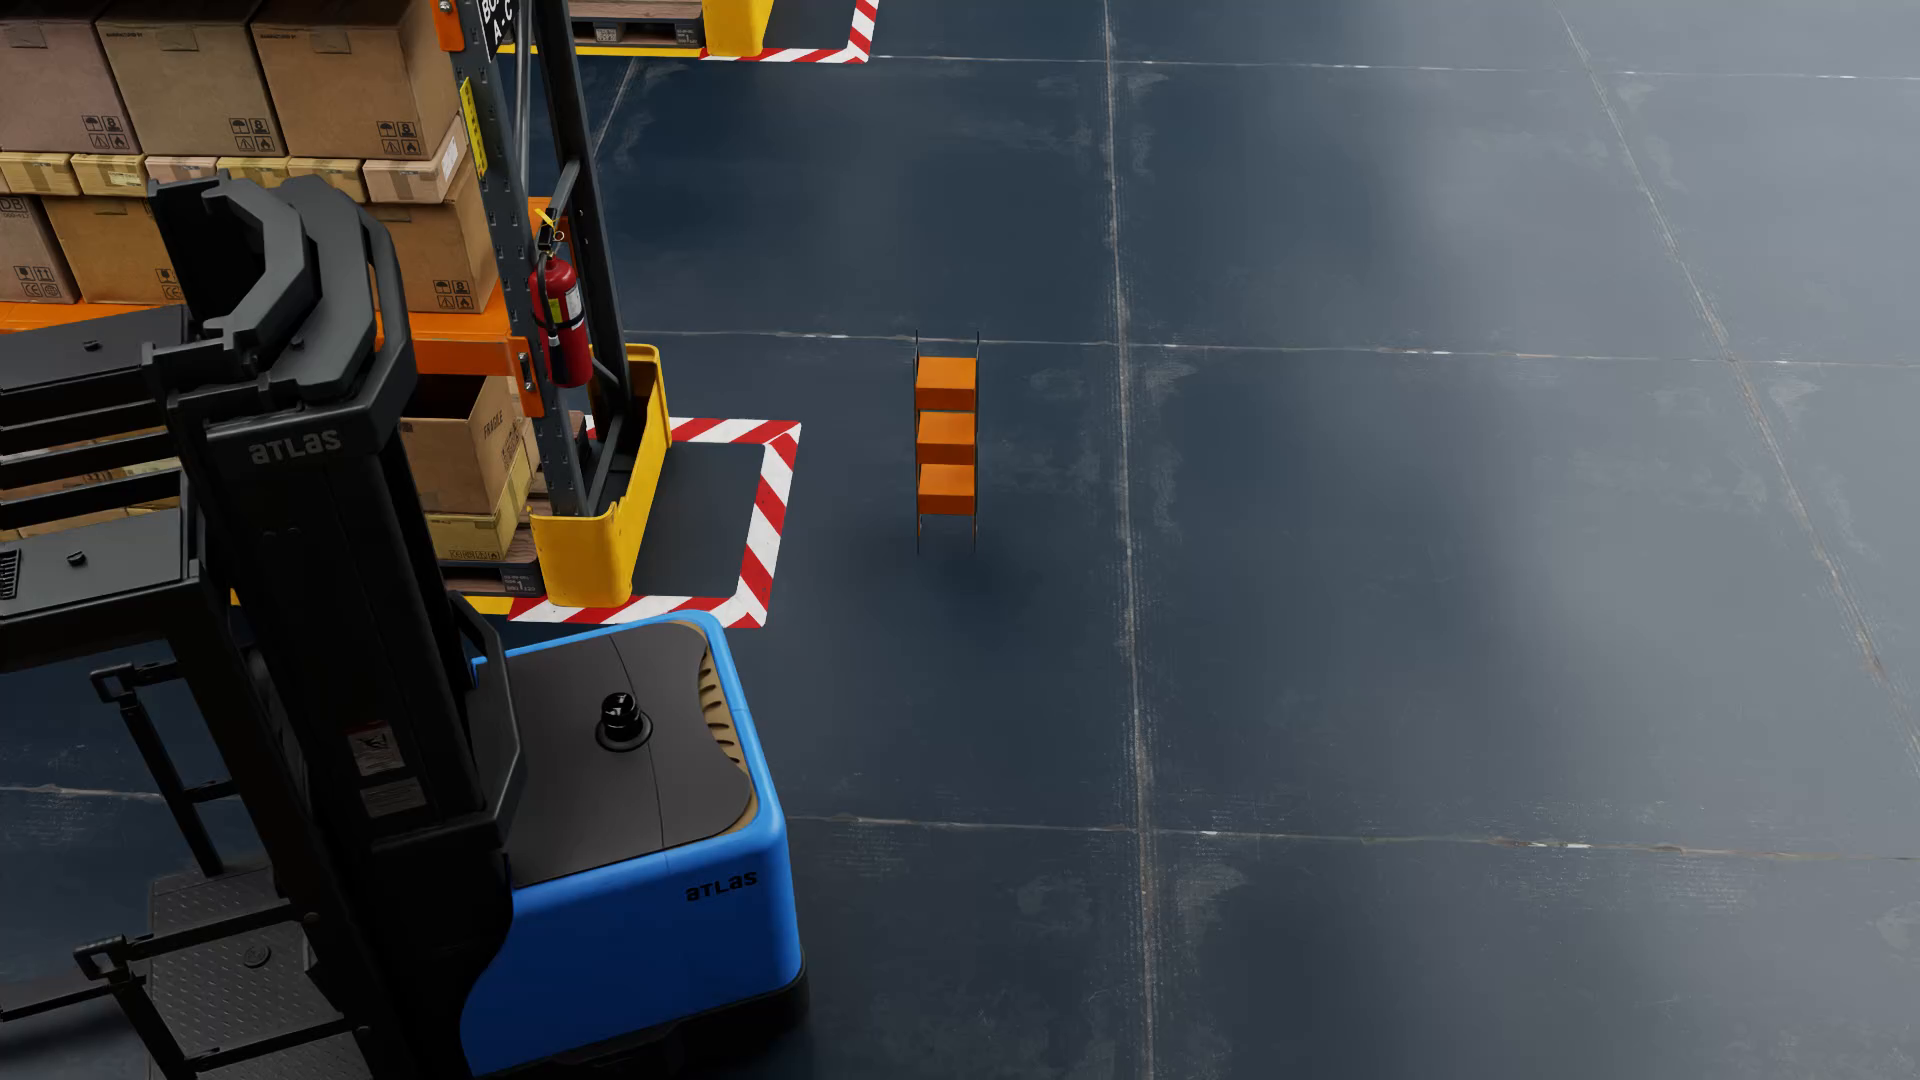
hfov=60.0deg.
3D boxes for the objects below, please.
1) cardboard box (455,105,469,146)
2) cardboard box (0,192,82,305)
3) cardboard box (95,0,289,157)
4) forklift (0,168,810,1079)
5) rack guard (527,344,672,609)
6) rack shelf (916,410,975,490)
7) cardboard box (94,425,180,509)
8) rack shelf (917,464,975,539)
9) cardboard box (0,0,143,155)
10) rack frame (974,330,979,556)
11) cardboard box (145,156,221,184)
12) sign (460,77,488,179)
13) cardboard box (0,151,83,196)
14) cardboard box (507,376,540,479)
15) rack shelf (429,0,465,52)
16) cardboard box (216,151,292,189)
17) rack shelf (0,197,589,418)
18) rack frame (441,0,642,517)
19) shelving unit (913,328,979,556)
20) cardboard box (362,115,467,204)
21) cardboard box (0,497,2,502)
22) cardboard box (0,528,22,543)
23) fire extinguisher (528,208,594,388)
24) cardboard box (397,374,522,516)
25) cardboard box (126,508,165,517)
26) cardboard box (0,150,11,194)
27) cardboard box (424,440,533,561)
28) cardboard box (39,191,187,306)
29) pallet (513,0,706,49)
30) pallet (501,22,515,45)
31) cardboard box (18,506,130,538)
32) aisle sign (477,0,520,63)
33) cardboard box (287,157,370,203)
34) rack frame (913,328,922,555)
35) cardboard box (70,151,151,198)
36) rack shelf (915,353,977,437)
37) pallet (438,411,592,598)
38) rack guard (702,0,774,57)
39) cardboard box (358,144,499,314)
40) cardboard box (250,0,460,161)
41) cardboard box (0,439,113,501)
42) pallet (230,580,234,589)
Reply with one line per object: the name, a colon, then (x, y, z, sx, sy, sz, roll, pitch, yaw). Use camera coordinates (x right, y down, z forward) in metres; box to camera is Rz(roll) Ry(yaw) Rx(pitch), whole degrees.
cardboard box: (-1.945, -1.647, 6.268, 0.250, 0.149, 0.380, 1, 43, 2)
cardboard box: (-3.575, -1.320, 6.393, 0.500, 0.500, 0.700, 3, 43, 3)
cardboard box: (-2.607, -1.763, 5.917, 0.500, 0.500, 0.700, 1, 43, 1)
forklift: (-2.070, 0.556, 4.503, 3.031, 2.935, 1.130, -13, 45, -14)
rack guard: (-1.538, -0.299, 7.205, 0.348, 0.500, 1.175, 2, 43, 2)
rack shelf: (-0.053, -0.378, 6.901, 0.240, 0.259, 0.215, 2, 43, 2)
cardboard box: (-3.111, -0.471, 6.714, 0.500, 0.500, 0.500, 2, 43, 2)
rack shelf: (-0.053, -0.175, 7.091, 0.240, 0.259, 0.215, 2, 43, 2)
cardboard box: (-3.110, -1.778, 5.933, 0.500, 0.500, 0.700, 2, 43, 2)
rack frame: (0.068, -0.382, 6.890, 0.008, 1.050, 0.200, 2, 43, 2)
cardboard box: (-2.721, -1.395, 5.997, 0.250, 0.149, 0.380, 2, 43, 2)
sign: (-1.601, -1.356, 5.482, 0.005, 0.325, 0.100, 2, 43, 2)
cardboard box: (-3.246, -1.409, 6.013, 0.250, 0.149, 0.380, 3, 43, 3)
cardboard box: (-2.088, -0.530, 7.328, 0.500, 0.250, 0.500, 2, 43, 2)
rack shelf: (-3.560, -2.110, 5.642, 4.000, 0.370, 1.077, 2, 43, 2)
cardboard box: (-2.470, -1.385, 5.987, 0.250, 0.149, 0.380, 1, 43, 1)
rack shelf: (-3.560, -1.013, 6.664, 4.000, 0.370, 1.077, 2, 43, 2)
rack frame: (-1.562, -1.215, 6.353, 0.127, 3.000, 1.000, 2, 43, 2)
shelving unit: (-0.053, -0.386, 6.894, 0.252, 1.050, 0.215, 2, 43, 2)
cardboard box: (-1.953, -1.371, 5.971, 0.250, 0.149, 0.380, 1, 43, 1)
cardboard box: (-4.110, -0.501, 6.747, 0.500, 0.500, 0.500, 2, 43, 2)
cardboard box: (-4.110, -0.227, 7.002, 0.500, 0.250, 0.500, 2, 43, 2)
fire extinguisher: (-1.465, -0.866, 6.036, 0.183, 0.674, 0.296, 2, 43, 2)
cardboard box: (-2.112, -0.450, 6.692, 0.500, 0.500, 0.500, 2, 43, 2)
cardboard box: (-3.111, -0.199, 6.972, 0.500, 0.250, 0.500, 2, 43, 2)
cardboard box: (-3.502, -1.417, 6.021, 0.250, 0.149, 0.380, 1, 43, 1)
cardboard box: (-2.111, -0.178, 6.949, 0.500, 0.250, 0.500, 2, 43, 2)
cardboard box: (-3.049, -1.306, 6.378, 0.500, 0.500, 0.700, 2, 43, 2)
pallet: (-2.225, -3.566, 10.923, 1.213, 0.211, 1.003, 2, 43, 2)
pallet: (-3.440, -3.605, 10.965, 1.213, 0.211, 1.003, 2, 43, 2)
cardboard box: (-3.610, -0.215, 6.990, 0.500, 0.250, 0.500, 2, 43, 2)
aisle sign: (-1.510, -1.964, 5.250, 0.004, 0.787, 0.394, 2, 43, 2)
cardboard box: (-2.214, -1.378, 5.979, 0.250, 0.149, 0.380, 3, 43, 3)
rack frame: (-0.175, -0.390, 6.898, 0.008, 1.050, 0.200, 2, 43, 2)
cardboard box: (-2.983, -1.402, 6.006, 0.250, 0.149, 0.380, 3, 43, 3)
rack shelf: (-0.053, -0.586, 6.708, 0.240, 0.259, 0.215, 2, 43, 2)
pallet: (-2.328, -0.189, 7.298, 1.213, 0.211, 1.003, 2, 43, 2)
rack guard: (-1.414, -3.643, 10.794, 0.348, 0.500, 1.175, 2, 43, 2)
cardboard box: (-2.028, -1.274, 6.344, 0.500, 0.500, 0.700, 2, 43, 2)
cardboard box: (-2.081, -1.751, 5.903, 0.500, 0.500, 0.700, 2, 43, 2)
cardboard box: (-3.611, -0.487, 6.732, 0.500, 0.500, 0.500, 2, 43, 2)
pallet: (-3.544, -0.229, 7.341, 1.213, 0.211, 1.003, 2, 43, 2)
